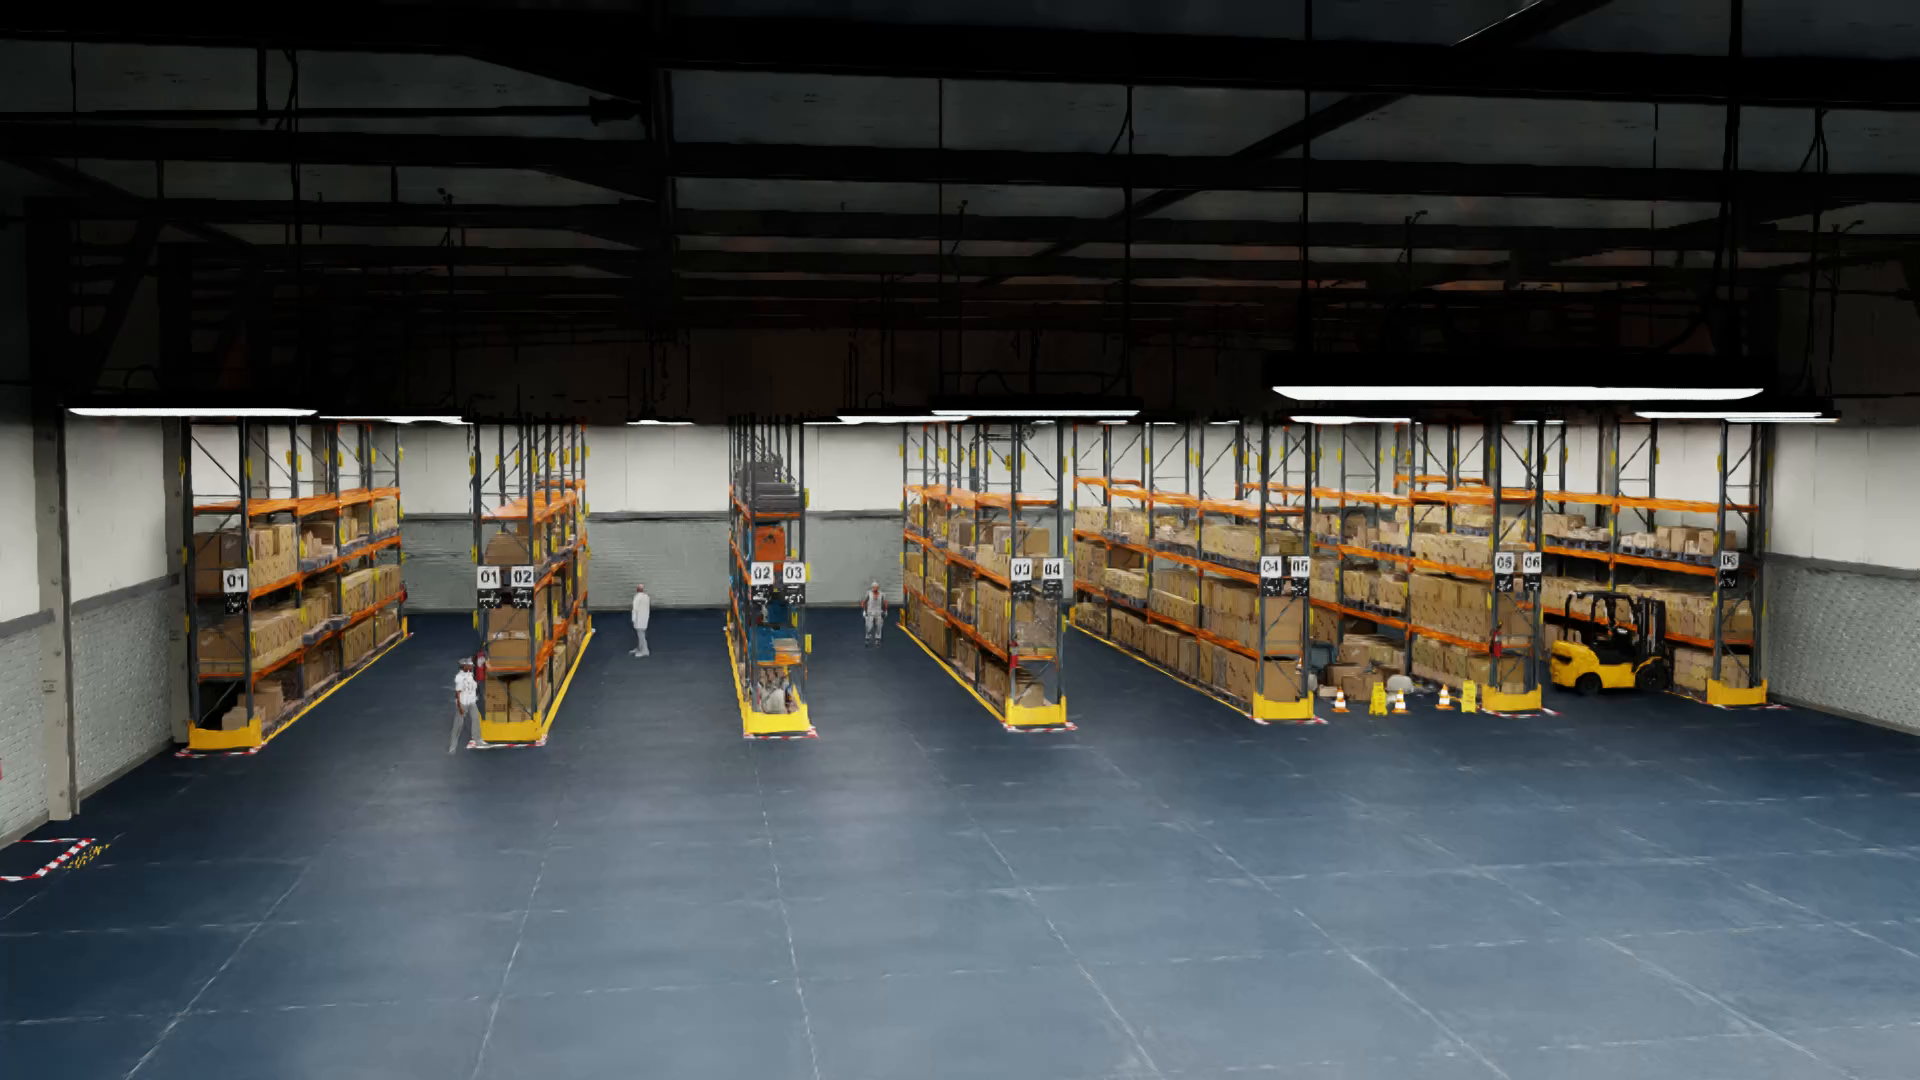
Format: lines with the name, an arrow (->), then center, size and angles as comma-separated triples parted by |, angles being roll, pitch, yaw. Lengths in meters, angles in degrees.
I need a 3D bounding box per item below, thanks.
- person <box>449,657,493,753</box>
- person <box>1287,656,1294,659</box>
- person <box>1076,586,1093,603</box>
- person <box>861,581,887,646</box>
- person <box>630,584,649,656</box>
person -> -8.679, 2.882, 29.324 | 0.555, 1.670, 0.697 | 2, 4, 26
person -> 7.623, 2.202, 38.933 | 0.499, 1.724, 0.578 | 1, 4, 20
person -> 3.750, 1.454, 49.882 | 0.607, 1.769, 0.656 | 3, 5, 38
person -> -2.221, 1.921, 43.261 | 0.677, 1.742, 0.552 | -1, 4, -11
person -> -8.034, 1.986, 41.649 | 0.629, 1.772, 0.667 | 1, 4, 19
